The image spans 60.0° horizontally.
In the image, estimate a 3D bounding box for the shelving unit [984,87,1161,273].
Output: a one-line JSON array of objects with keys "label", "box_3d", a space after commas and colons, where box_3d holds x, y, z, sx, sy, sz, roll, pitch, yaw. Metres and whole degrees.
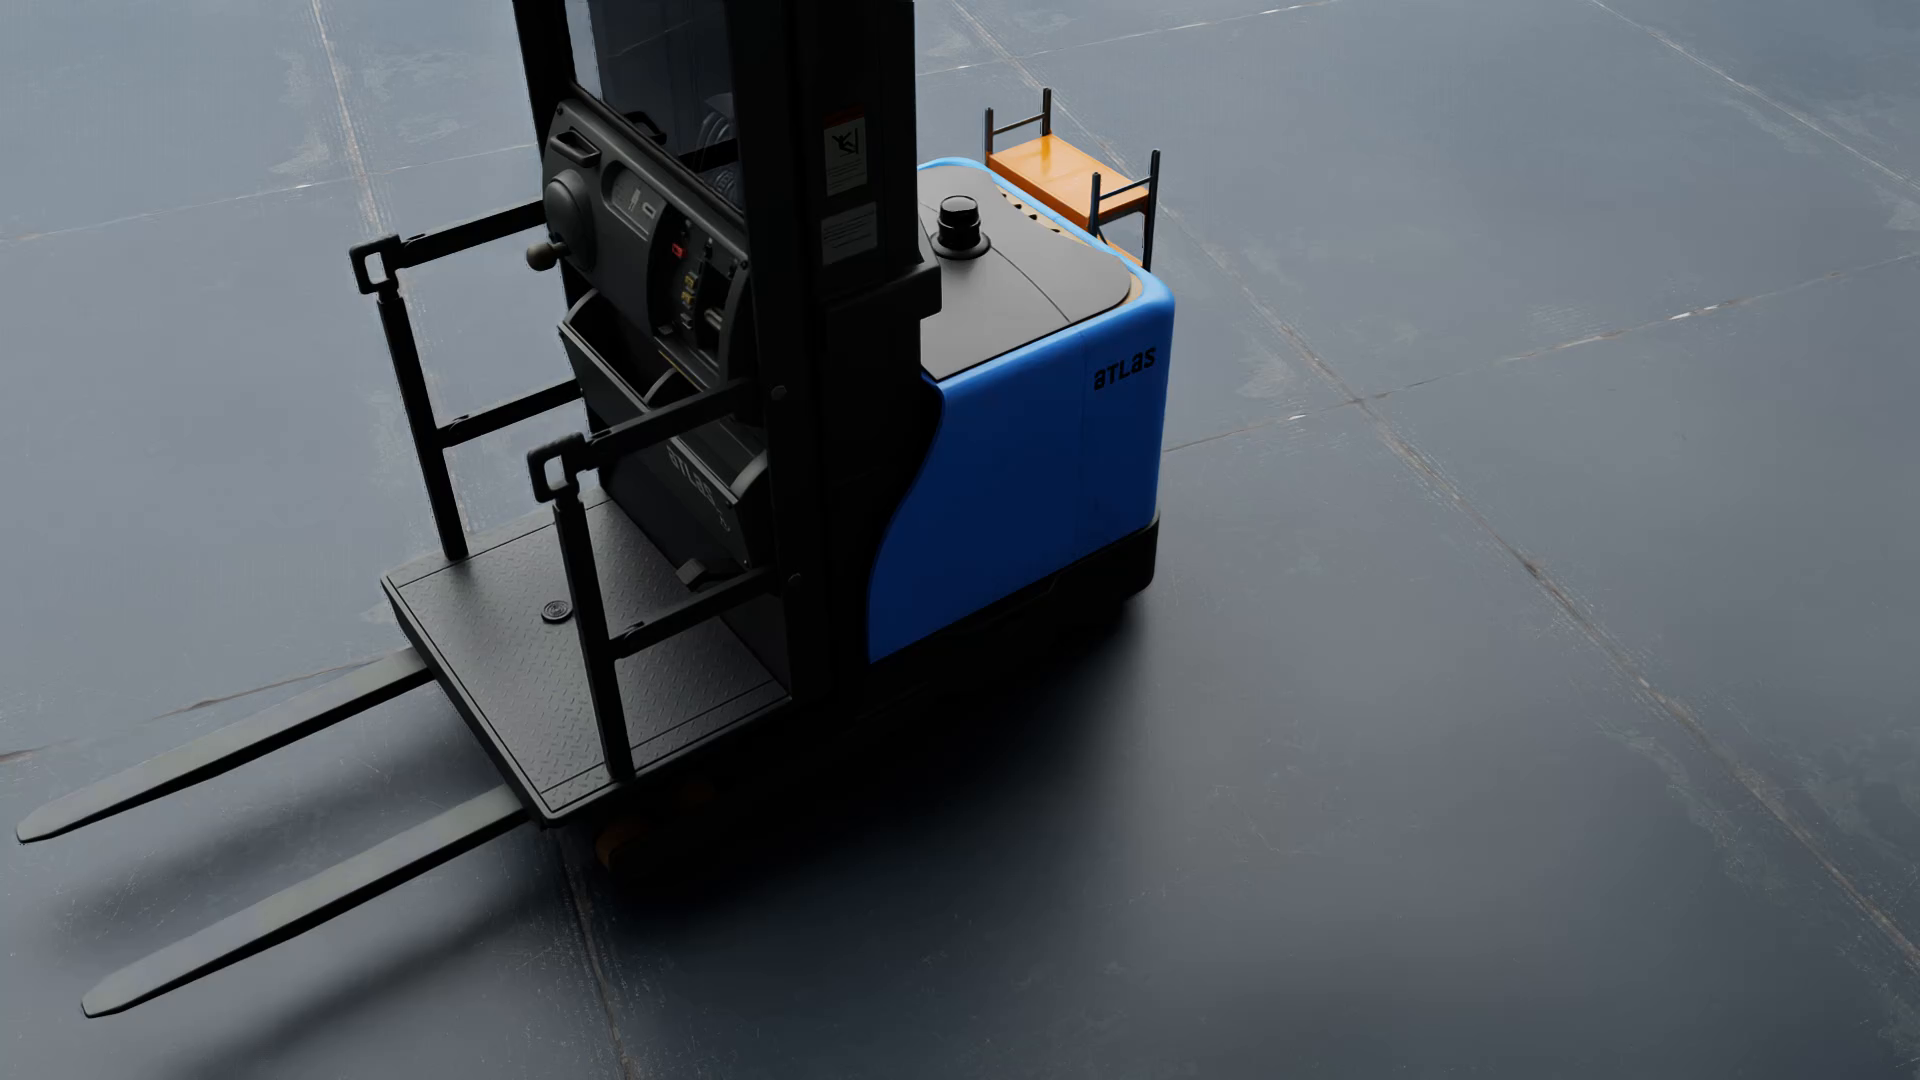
[{"label": "shelving unit", "box_3d": [0.320, -0.727, 5.175, 0.258, 1.200, 0.503, -26, 47, -27]}]

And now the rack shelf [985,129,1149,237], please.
[{"label": "rack shelf", "box_3d": [0.320, -1.025, 4.919, 0.258, 0.148, 0.480, -26, 47, -27]}]

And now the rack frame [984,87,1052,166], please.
[{"label": "rack frame", "box_3d": [0.174, -0.854, 5.323, 0.240, 1.200, 0.015, -26, 47, -27]}]

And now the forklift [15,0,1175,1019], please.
[{"label": "forklift", "box_3d": [-0.904, -0.642, 3.748, 3.031, 2.935, 1.130, -25, 47, -27]}]

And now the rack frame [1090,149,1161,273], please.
[{"label": "rack frame", "box_3d": [0.465, -0.599, 5.026, 0.240, 1.200, 0.015, -26, 47, -27]}]

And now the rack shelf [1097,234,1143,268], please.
[{"label": "rack shelf", "box_3d": [0.320, -0.845, 5.073, 0.258, 0.148, 0.480, -26, 47, -27]}]
